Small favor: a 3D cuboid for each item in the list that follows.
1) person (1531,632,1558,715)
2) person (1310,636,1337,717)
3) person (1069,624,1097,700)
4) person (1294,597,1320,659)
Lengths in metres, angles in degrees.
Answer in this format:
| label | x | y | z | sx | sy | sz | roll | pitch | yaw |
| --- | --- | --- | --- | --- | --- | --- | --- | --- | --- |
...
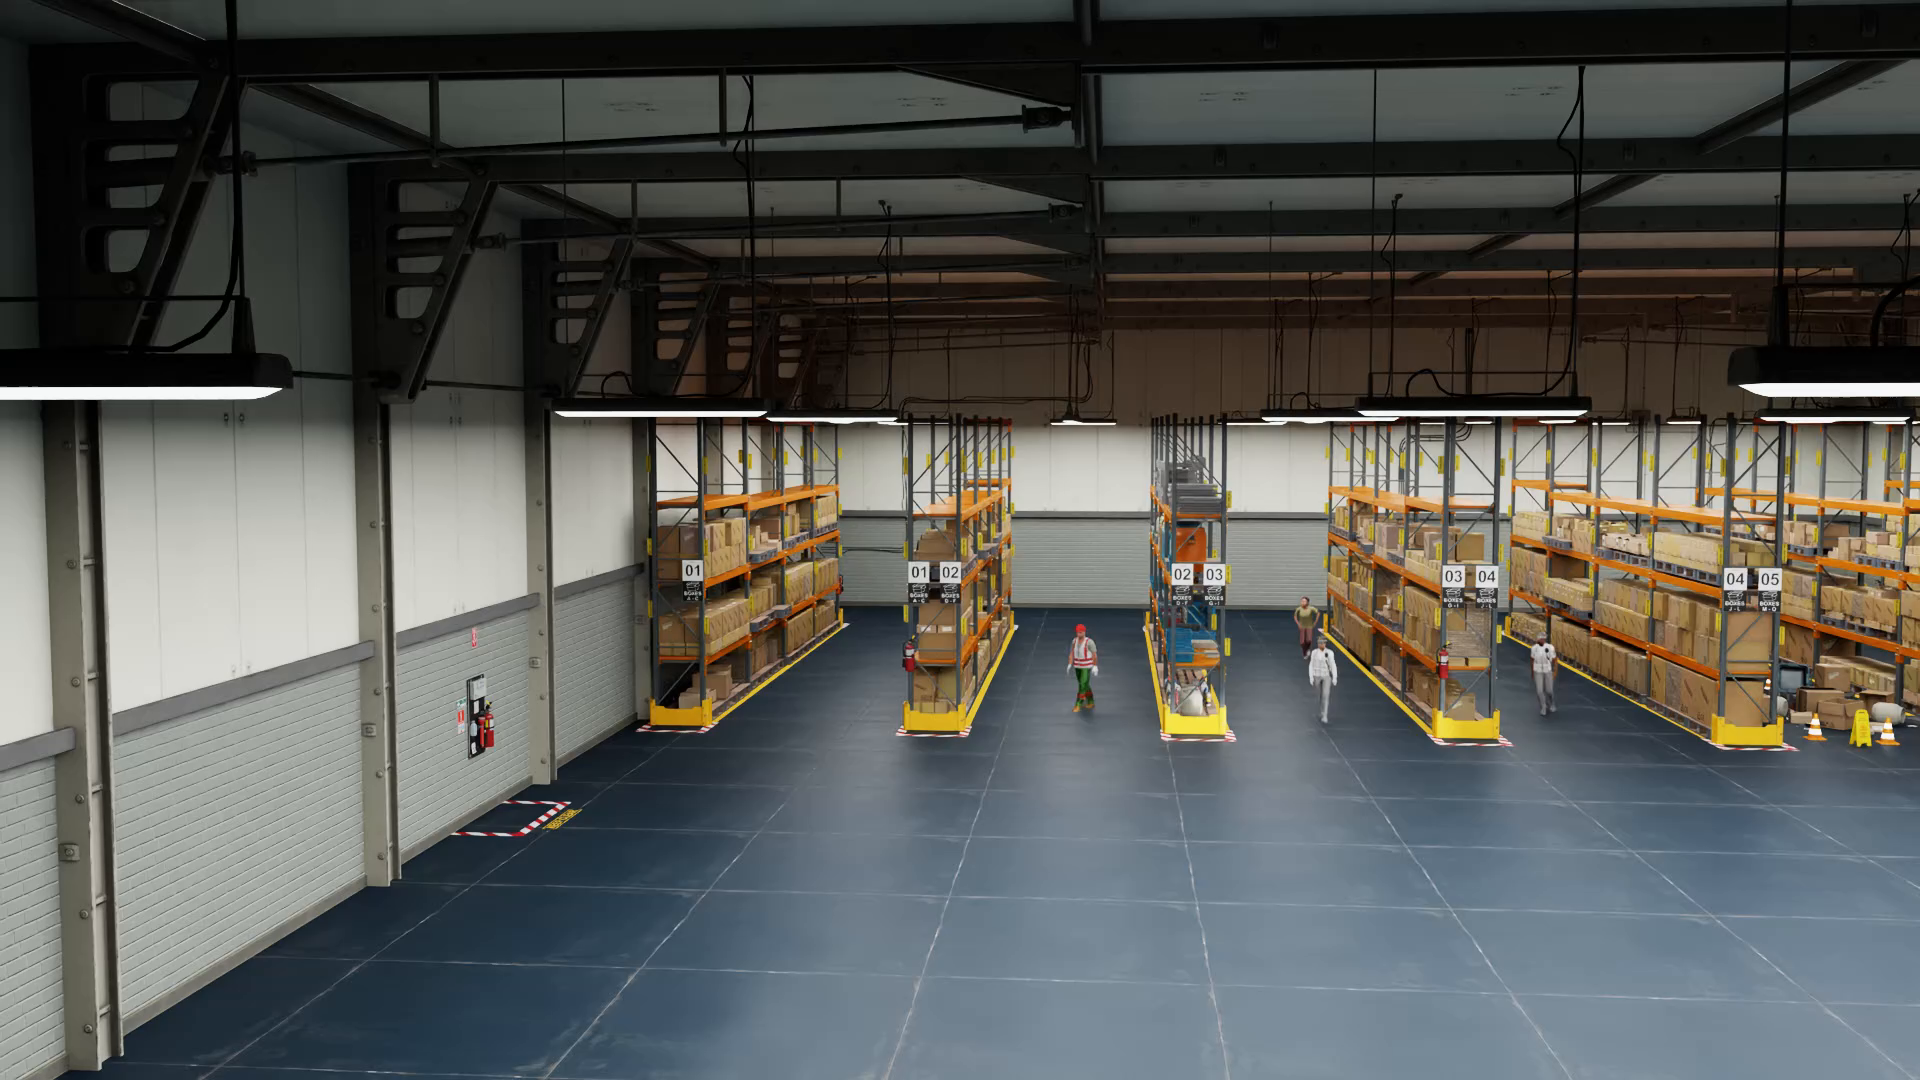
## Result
| label | x | y | z | sx | sy | sz | roll | pitch | yaw |
| --- | --- | --- | --- | --- | --- | --- | --- | --- | --- |
| person | 11.731 | 2.656 | 33.391 | 0.522 | 1.658 | 0.506 | 2 | 4 | 29 |
| person | 7.111 | 2.655 | 32.550 | 0.464 | 1.561 | 0.691 | 2 | 5 | 32 |
| person | -1.115 | 2.262 | 36.315 | 9.601 | 1.502 | 1.521 | 4 | 5 | 43 |
| person | 8.575 | 2.170 | 41.101 | 0.628 | 1.582 | 0.674 | 1 | 4 | 14 |
